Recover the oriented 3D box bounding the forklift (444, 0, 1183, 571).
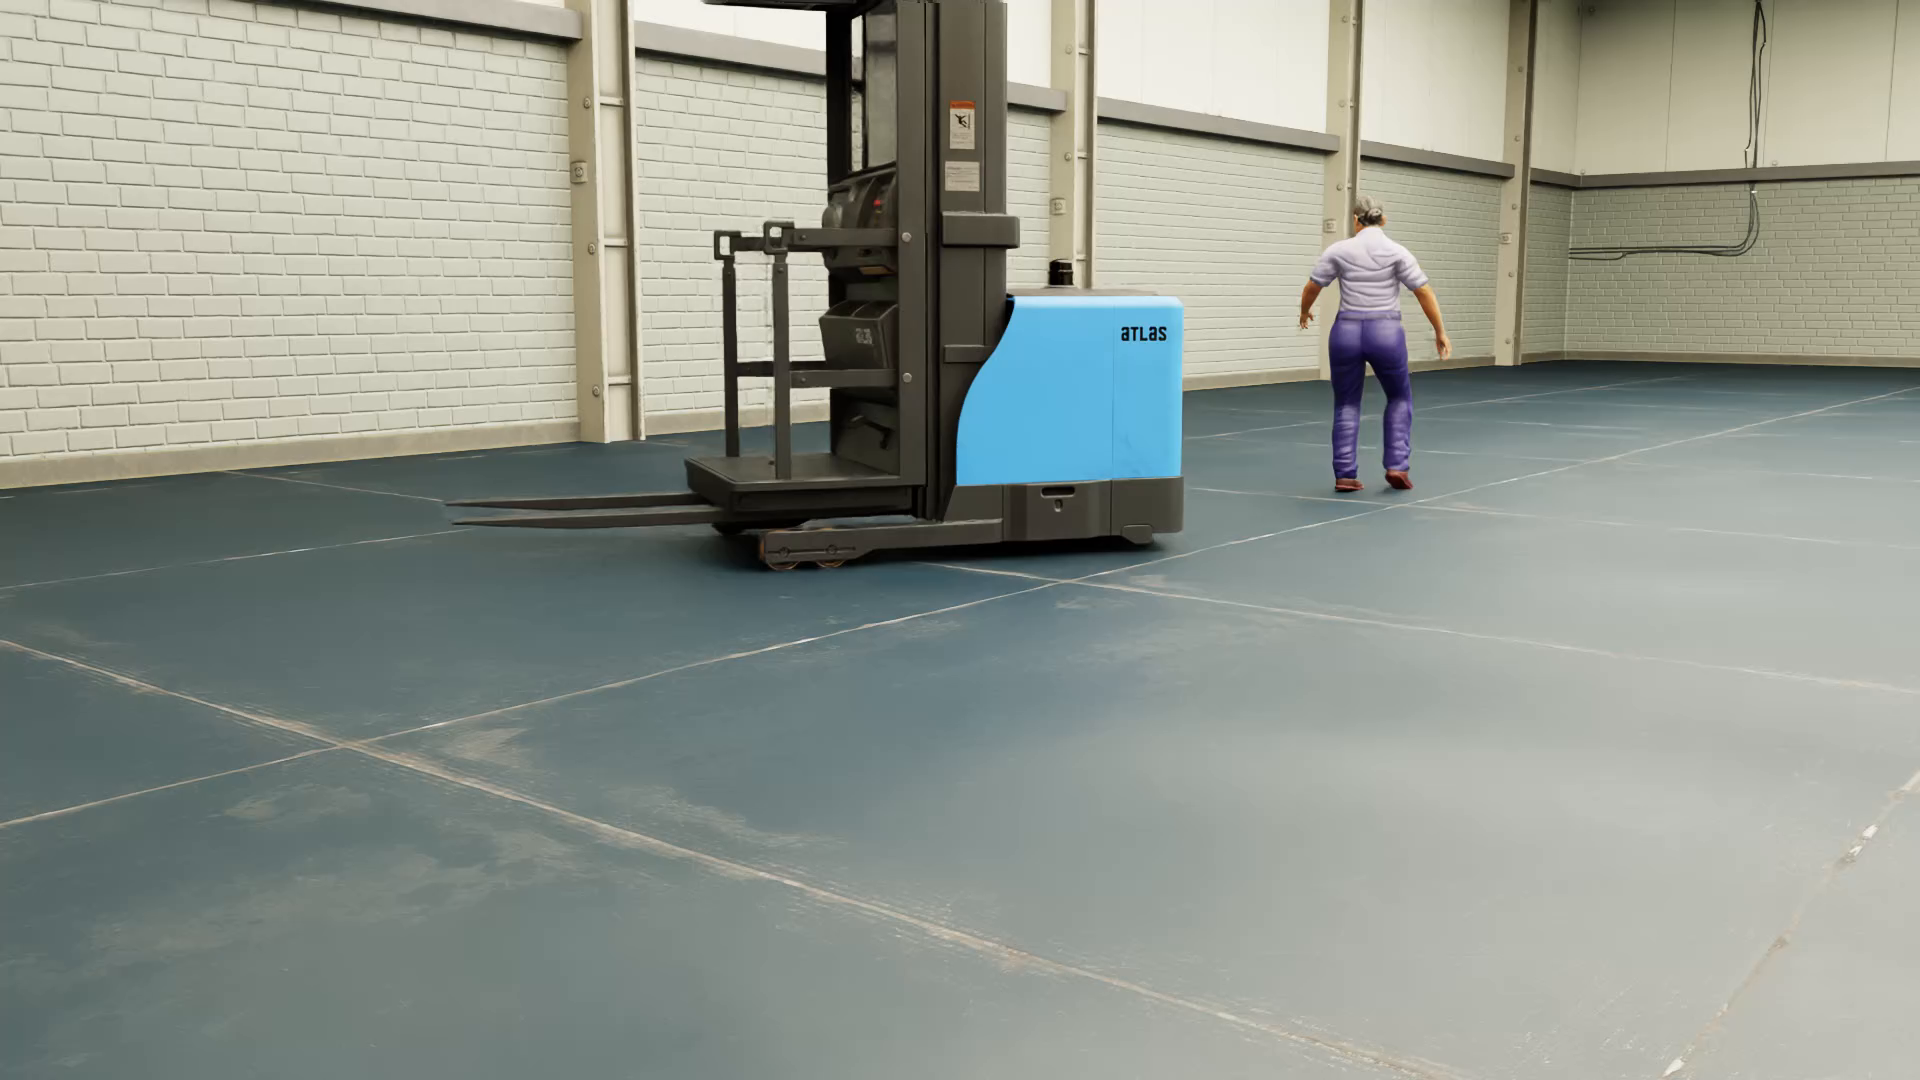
[{"bbox_3d":[-0.610,-1.413,6.936,3.031,2.935,1.130,-3,9,-19],"label":"forklift"}]

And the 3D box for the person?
[{"bbox_3d":[2.283,-1.061,9.259,0.880,1.680,0.491,4,9,26],"label":"person"}]
